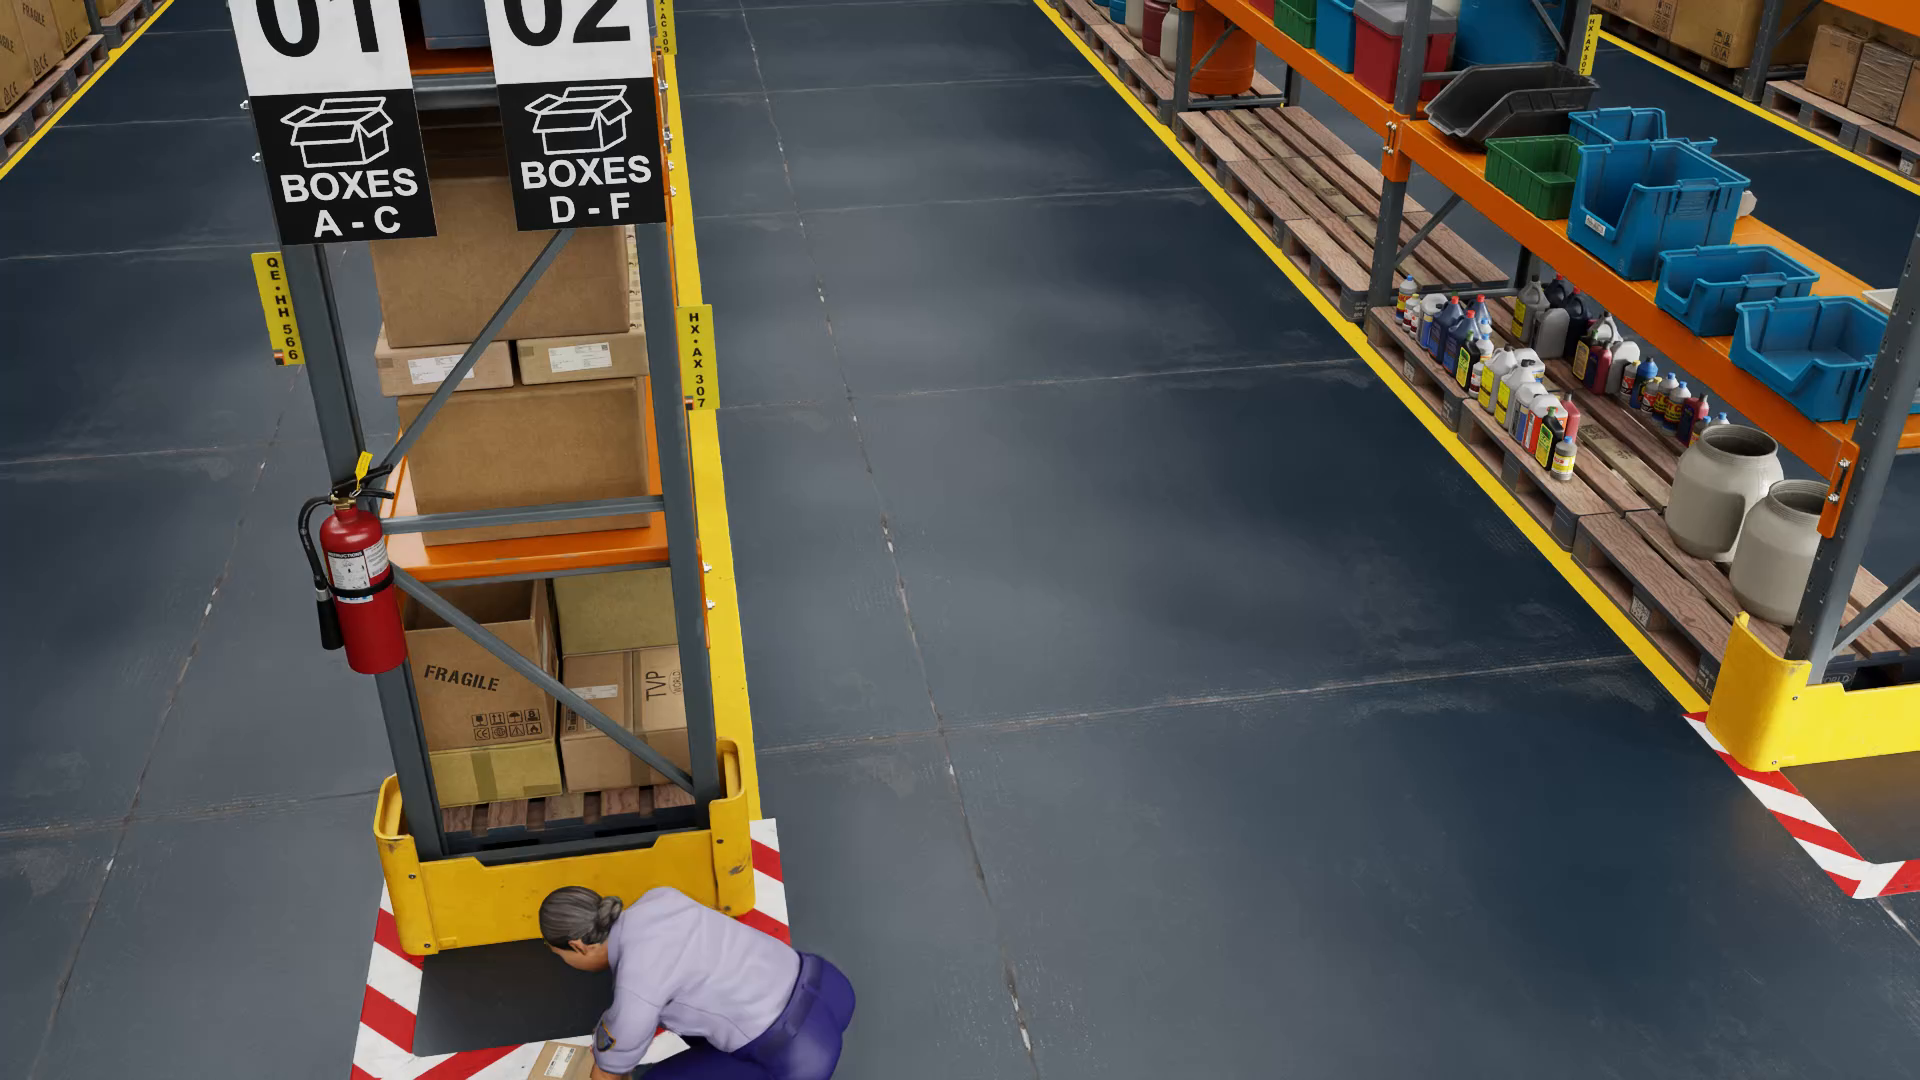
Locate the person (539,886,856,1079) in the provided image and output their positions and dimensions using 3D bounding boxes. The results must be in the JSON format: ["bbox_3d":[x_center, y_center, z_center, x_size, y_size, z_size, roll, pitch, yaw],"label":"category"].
[{"bbox_3d":[-0.706,1.351,4.552,0.809,0.973,0.533,5,31,9],"label":"person"}]
